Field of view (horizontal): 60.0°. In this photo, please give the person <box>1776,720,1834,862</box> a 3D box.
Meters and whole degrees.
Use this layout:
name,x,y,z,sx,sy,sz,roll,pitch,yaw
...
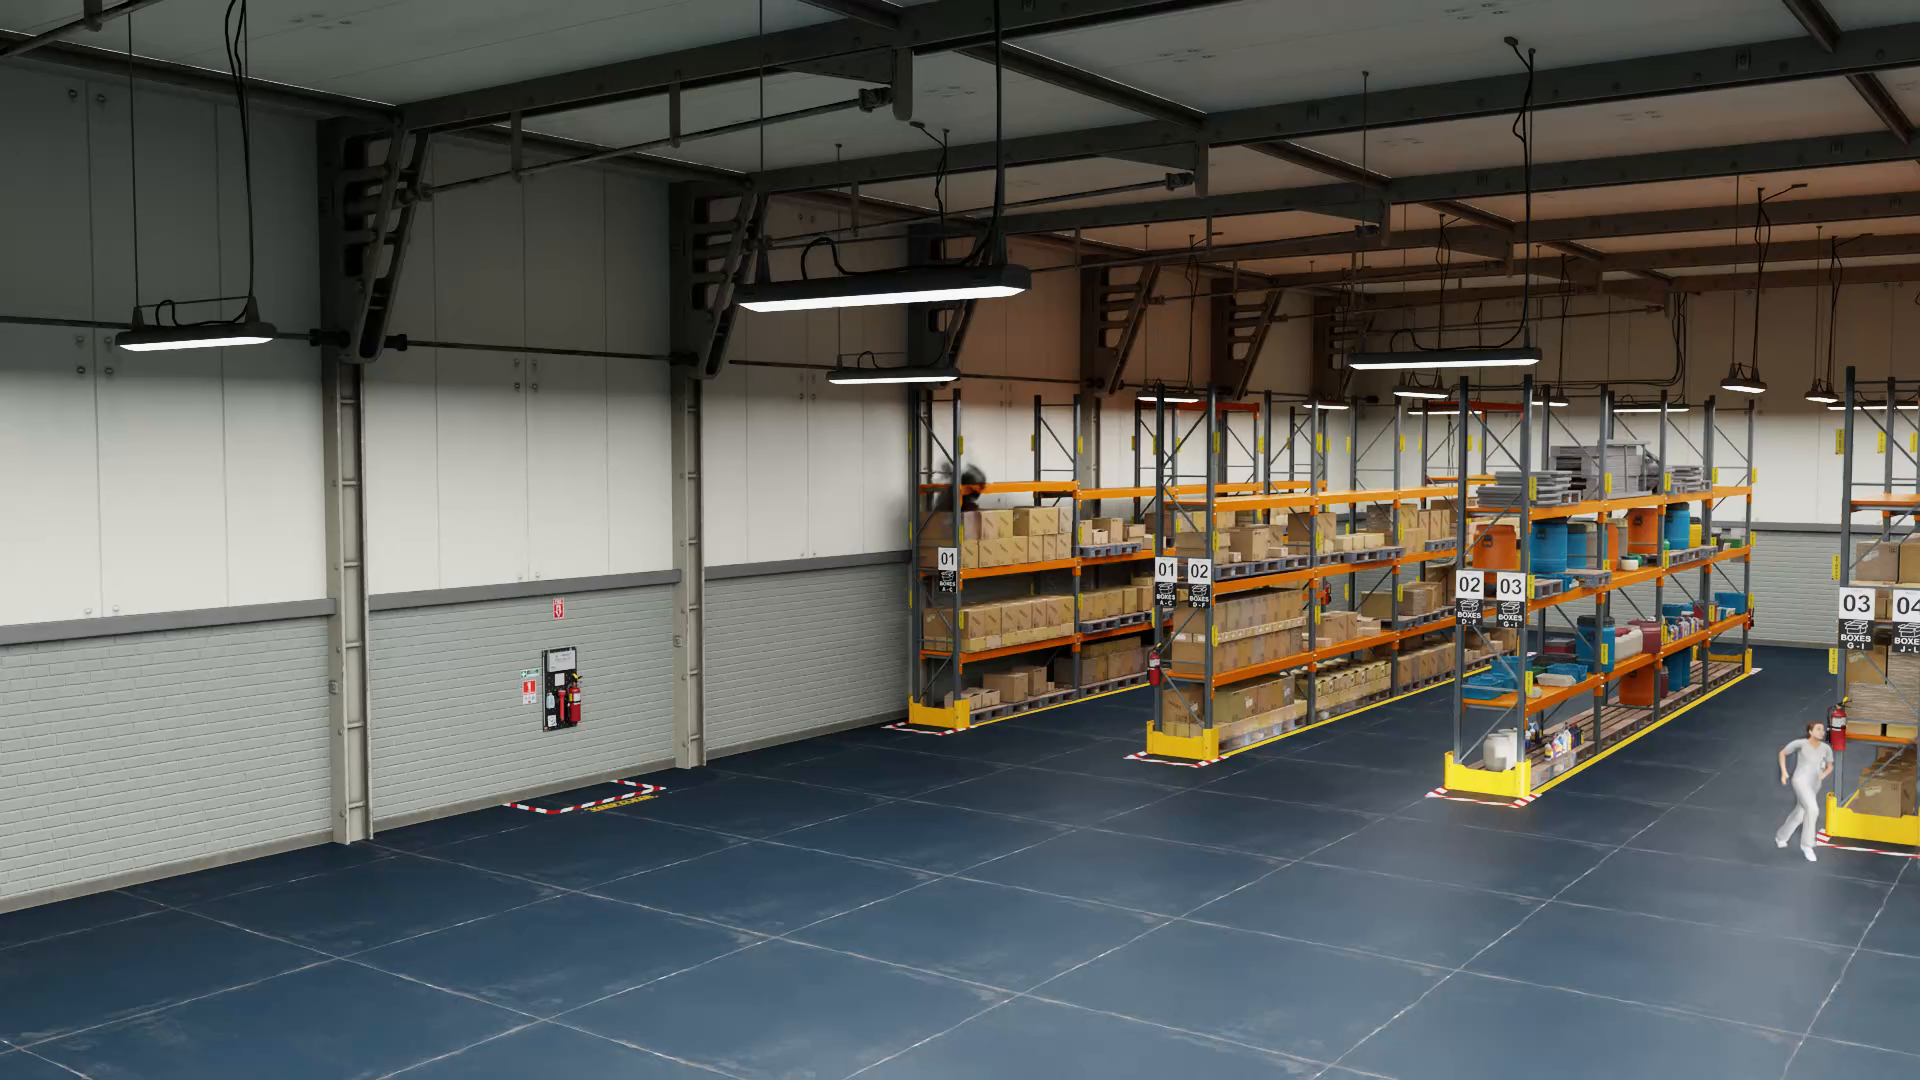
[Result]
name,x,y,z,sx,sy,sz,roll,pitch,yaw
person,10.353,3.009,20.288,0.564,1.650,0.807,0,3,-7
